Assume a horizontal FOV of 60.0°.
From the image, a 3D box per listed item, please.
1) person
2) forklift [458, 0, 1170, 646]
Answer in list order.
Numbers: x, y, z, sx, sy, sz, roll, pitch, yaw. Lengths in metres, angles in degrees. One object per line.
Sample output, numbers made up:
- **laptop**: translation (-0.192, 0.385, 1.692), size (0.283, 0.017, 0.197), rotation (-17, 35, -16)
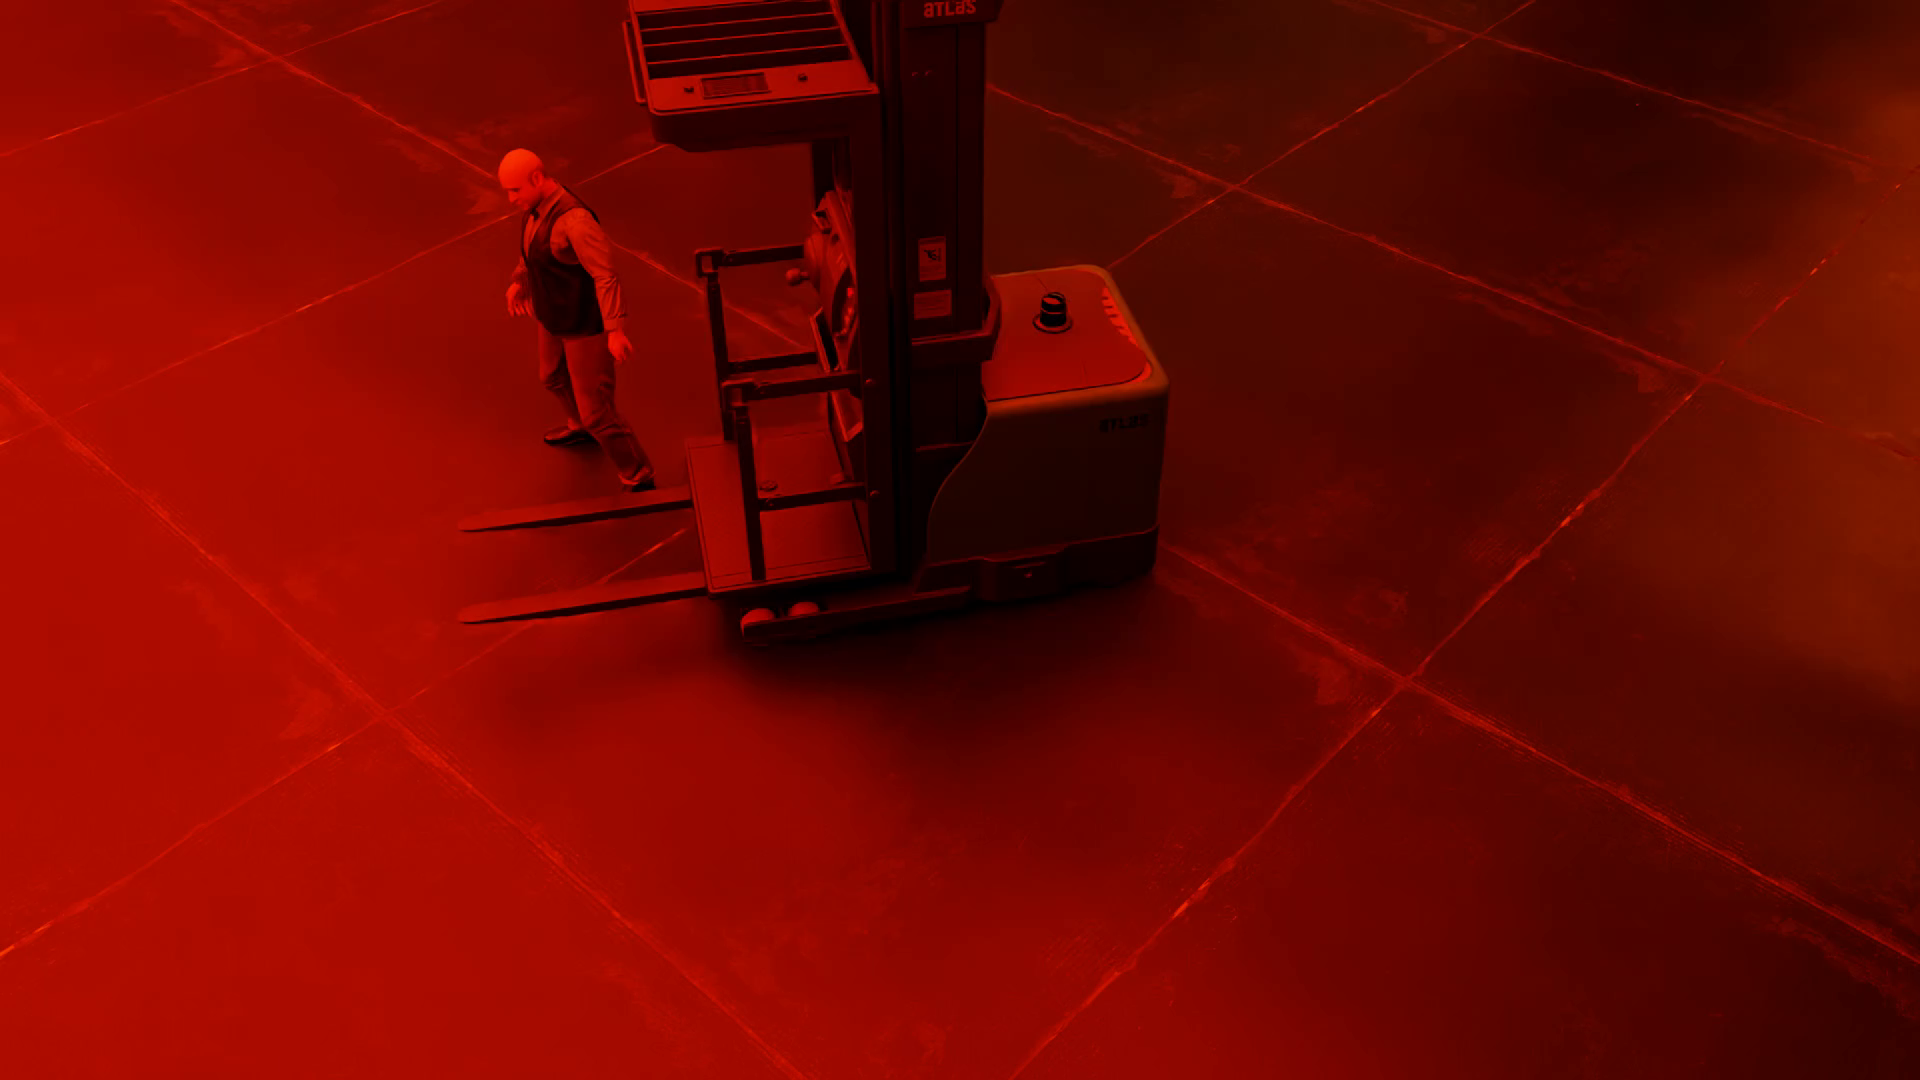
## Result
- **person**: translation (-1.755, -0.995, 7.562), size (0.373, 1.678, 0.894), rotation (-25, 47, -26)
- **forklift**: translation (-0.692, -1.034, 6.633), size (3.031, 2.935, 1.130), rotation (-8, 41, -10)
